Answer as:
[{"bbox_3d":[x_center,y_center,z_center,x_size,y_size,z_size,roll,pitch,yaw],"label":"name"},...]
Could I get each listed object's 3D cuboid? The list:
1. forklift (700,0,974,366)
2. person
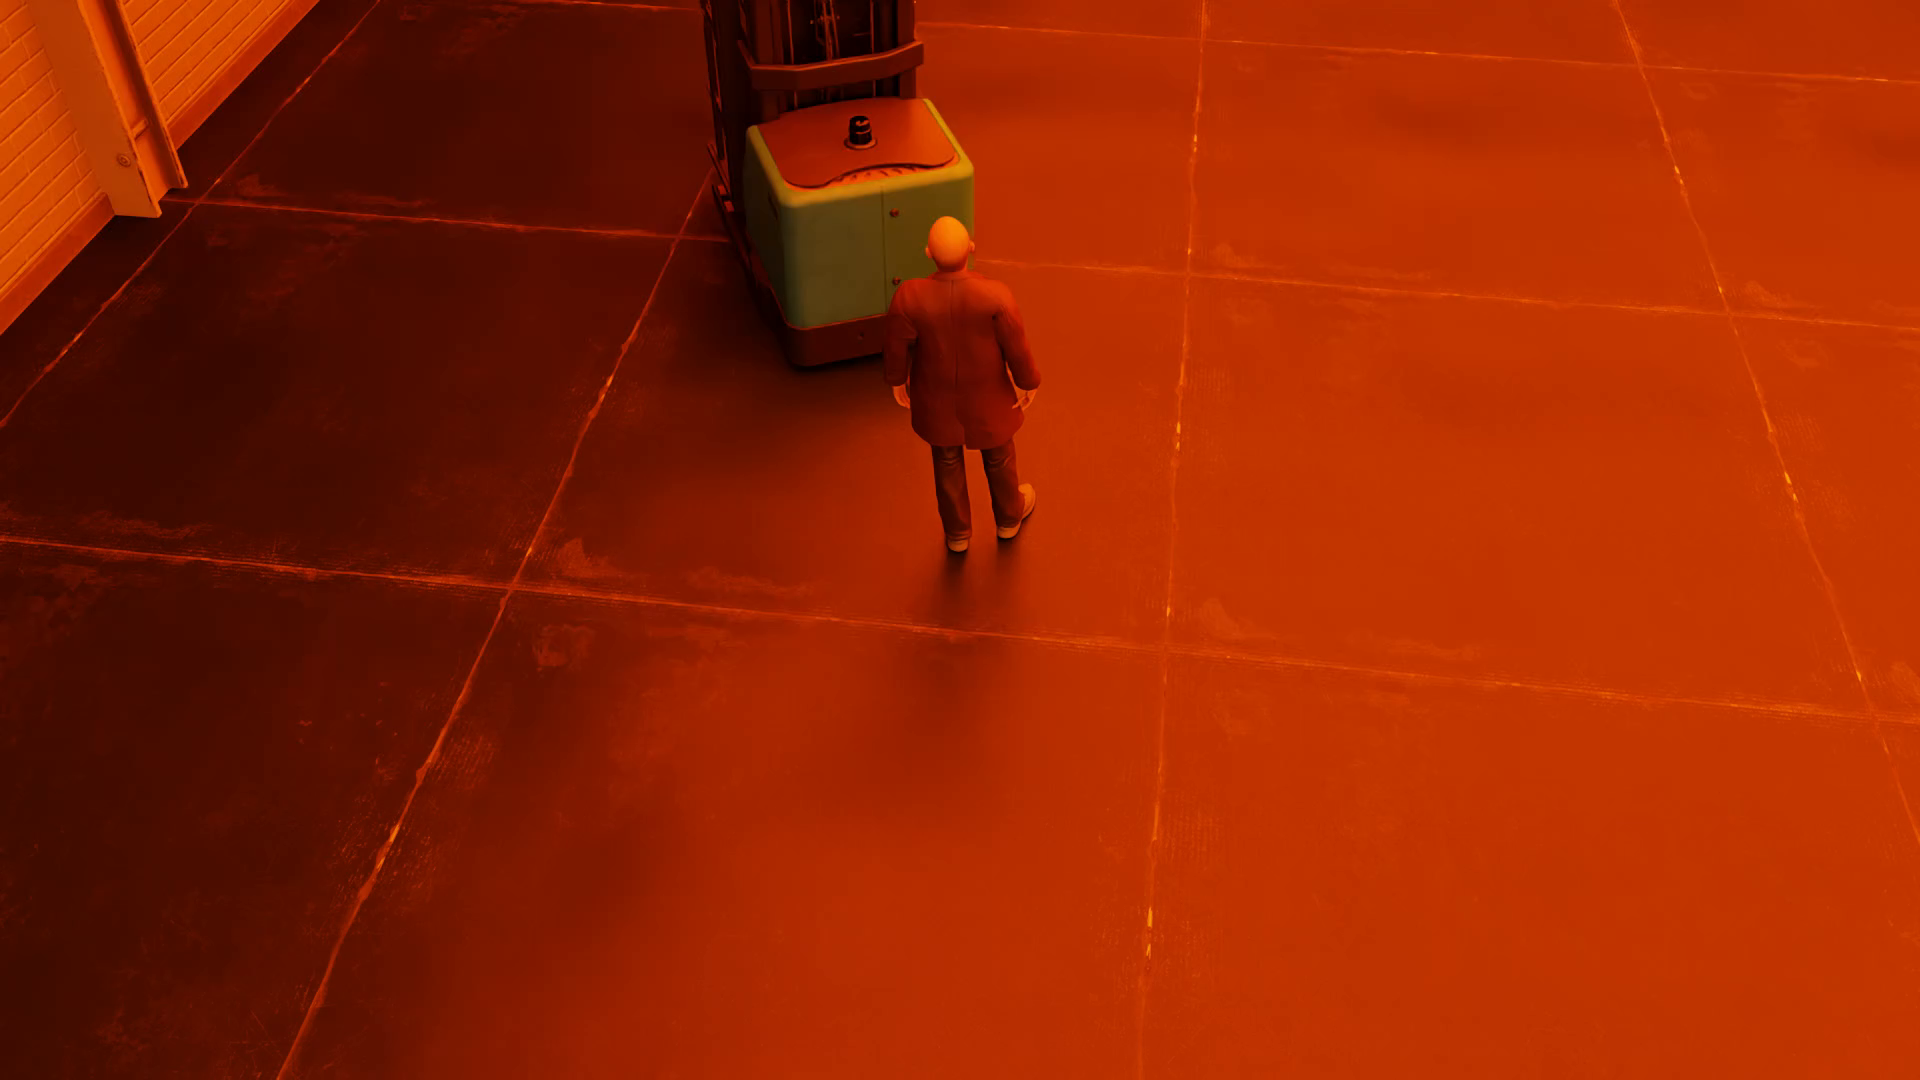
[{"bbox_3d":[-0.855,-3.007,8.998,1.130,2.935,3.031,-13,44,-13],"label":"forklift"},{"bbox_3d":[0.016,-0.722,7.351,0.698,1.778,0.579,5,43,6],"label":"person"}]
